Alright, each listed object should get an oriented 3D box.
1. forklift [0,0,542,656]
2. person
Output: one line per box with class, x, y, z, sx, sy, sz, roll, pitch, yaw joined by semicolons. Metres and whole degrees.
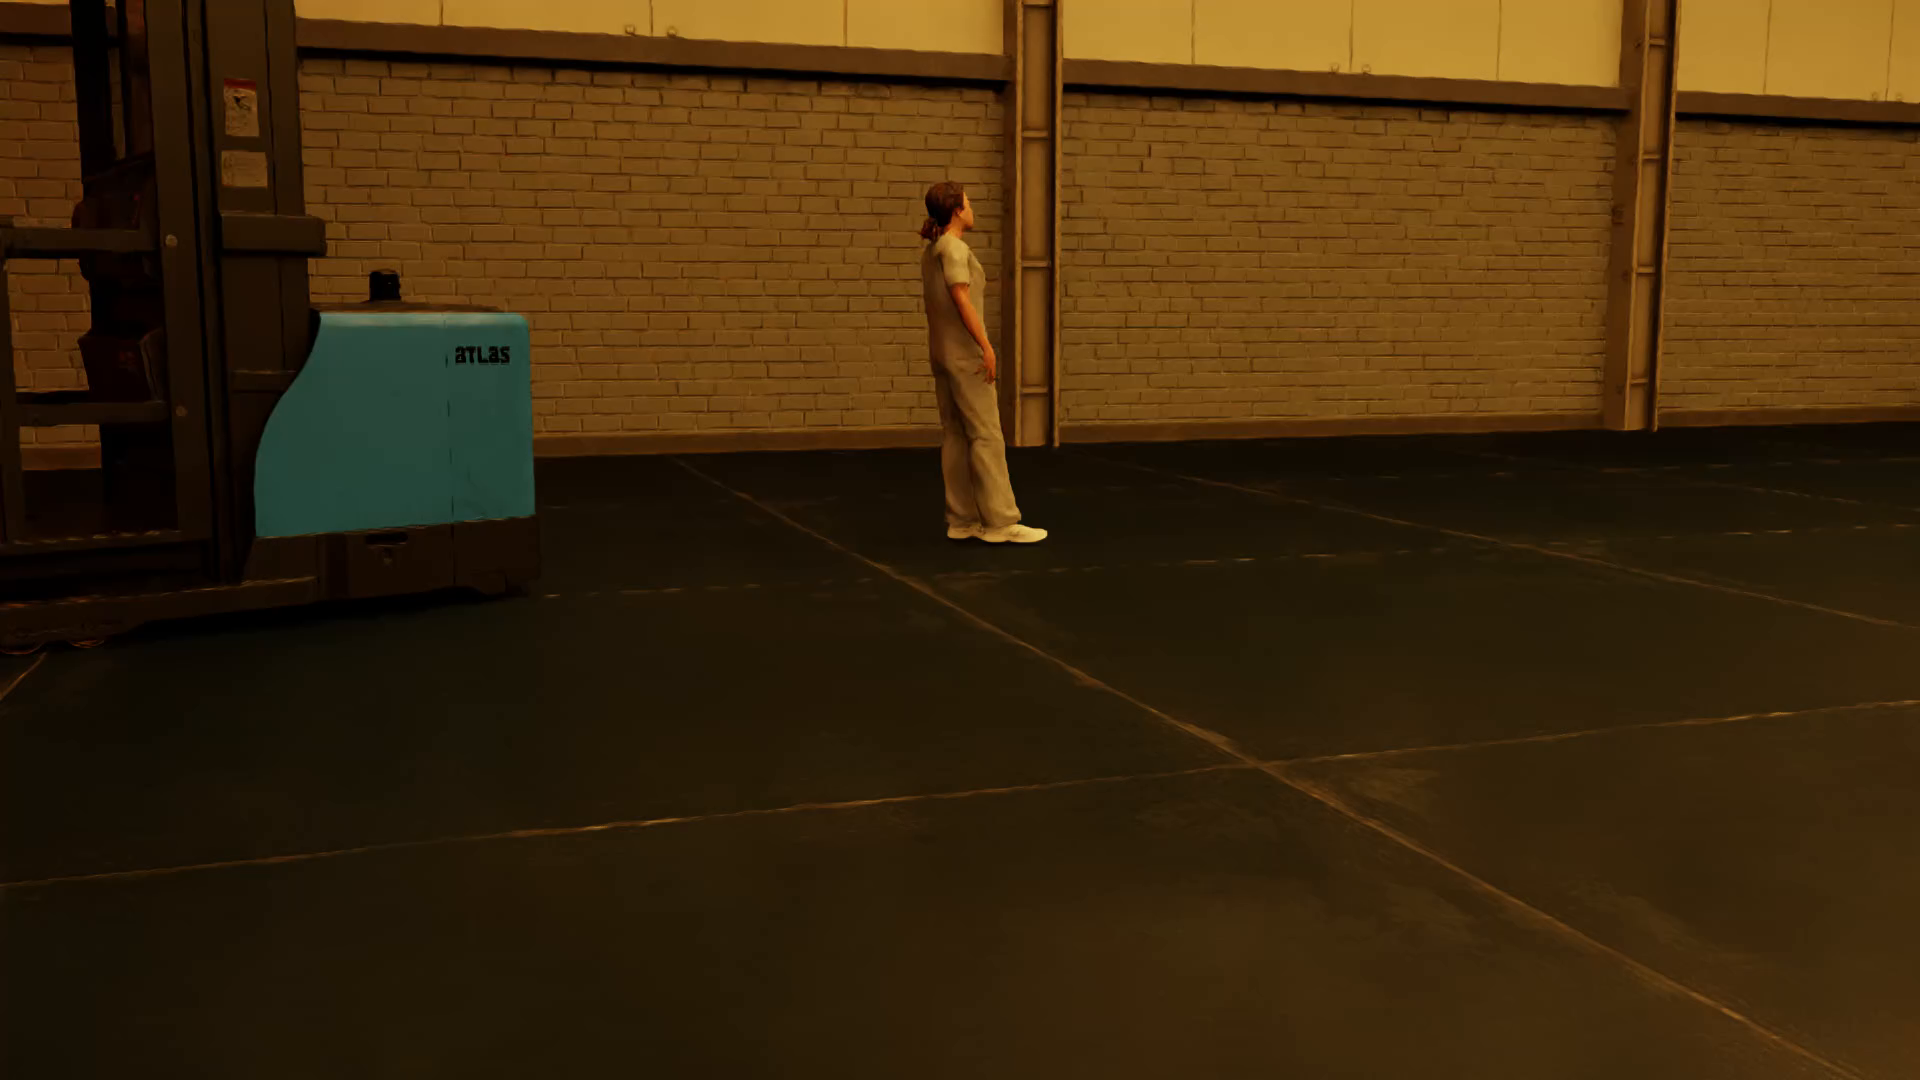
forklift;-3.072;-1.167;5.630;3.031;2.935;1.130;-6;10;-38
person;0.074;-0.839;7.821;0.548;1.674;0.550;-3;8;-18
